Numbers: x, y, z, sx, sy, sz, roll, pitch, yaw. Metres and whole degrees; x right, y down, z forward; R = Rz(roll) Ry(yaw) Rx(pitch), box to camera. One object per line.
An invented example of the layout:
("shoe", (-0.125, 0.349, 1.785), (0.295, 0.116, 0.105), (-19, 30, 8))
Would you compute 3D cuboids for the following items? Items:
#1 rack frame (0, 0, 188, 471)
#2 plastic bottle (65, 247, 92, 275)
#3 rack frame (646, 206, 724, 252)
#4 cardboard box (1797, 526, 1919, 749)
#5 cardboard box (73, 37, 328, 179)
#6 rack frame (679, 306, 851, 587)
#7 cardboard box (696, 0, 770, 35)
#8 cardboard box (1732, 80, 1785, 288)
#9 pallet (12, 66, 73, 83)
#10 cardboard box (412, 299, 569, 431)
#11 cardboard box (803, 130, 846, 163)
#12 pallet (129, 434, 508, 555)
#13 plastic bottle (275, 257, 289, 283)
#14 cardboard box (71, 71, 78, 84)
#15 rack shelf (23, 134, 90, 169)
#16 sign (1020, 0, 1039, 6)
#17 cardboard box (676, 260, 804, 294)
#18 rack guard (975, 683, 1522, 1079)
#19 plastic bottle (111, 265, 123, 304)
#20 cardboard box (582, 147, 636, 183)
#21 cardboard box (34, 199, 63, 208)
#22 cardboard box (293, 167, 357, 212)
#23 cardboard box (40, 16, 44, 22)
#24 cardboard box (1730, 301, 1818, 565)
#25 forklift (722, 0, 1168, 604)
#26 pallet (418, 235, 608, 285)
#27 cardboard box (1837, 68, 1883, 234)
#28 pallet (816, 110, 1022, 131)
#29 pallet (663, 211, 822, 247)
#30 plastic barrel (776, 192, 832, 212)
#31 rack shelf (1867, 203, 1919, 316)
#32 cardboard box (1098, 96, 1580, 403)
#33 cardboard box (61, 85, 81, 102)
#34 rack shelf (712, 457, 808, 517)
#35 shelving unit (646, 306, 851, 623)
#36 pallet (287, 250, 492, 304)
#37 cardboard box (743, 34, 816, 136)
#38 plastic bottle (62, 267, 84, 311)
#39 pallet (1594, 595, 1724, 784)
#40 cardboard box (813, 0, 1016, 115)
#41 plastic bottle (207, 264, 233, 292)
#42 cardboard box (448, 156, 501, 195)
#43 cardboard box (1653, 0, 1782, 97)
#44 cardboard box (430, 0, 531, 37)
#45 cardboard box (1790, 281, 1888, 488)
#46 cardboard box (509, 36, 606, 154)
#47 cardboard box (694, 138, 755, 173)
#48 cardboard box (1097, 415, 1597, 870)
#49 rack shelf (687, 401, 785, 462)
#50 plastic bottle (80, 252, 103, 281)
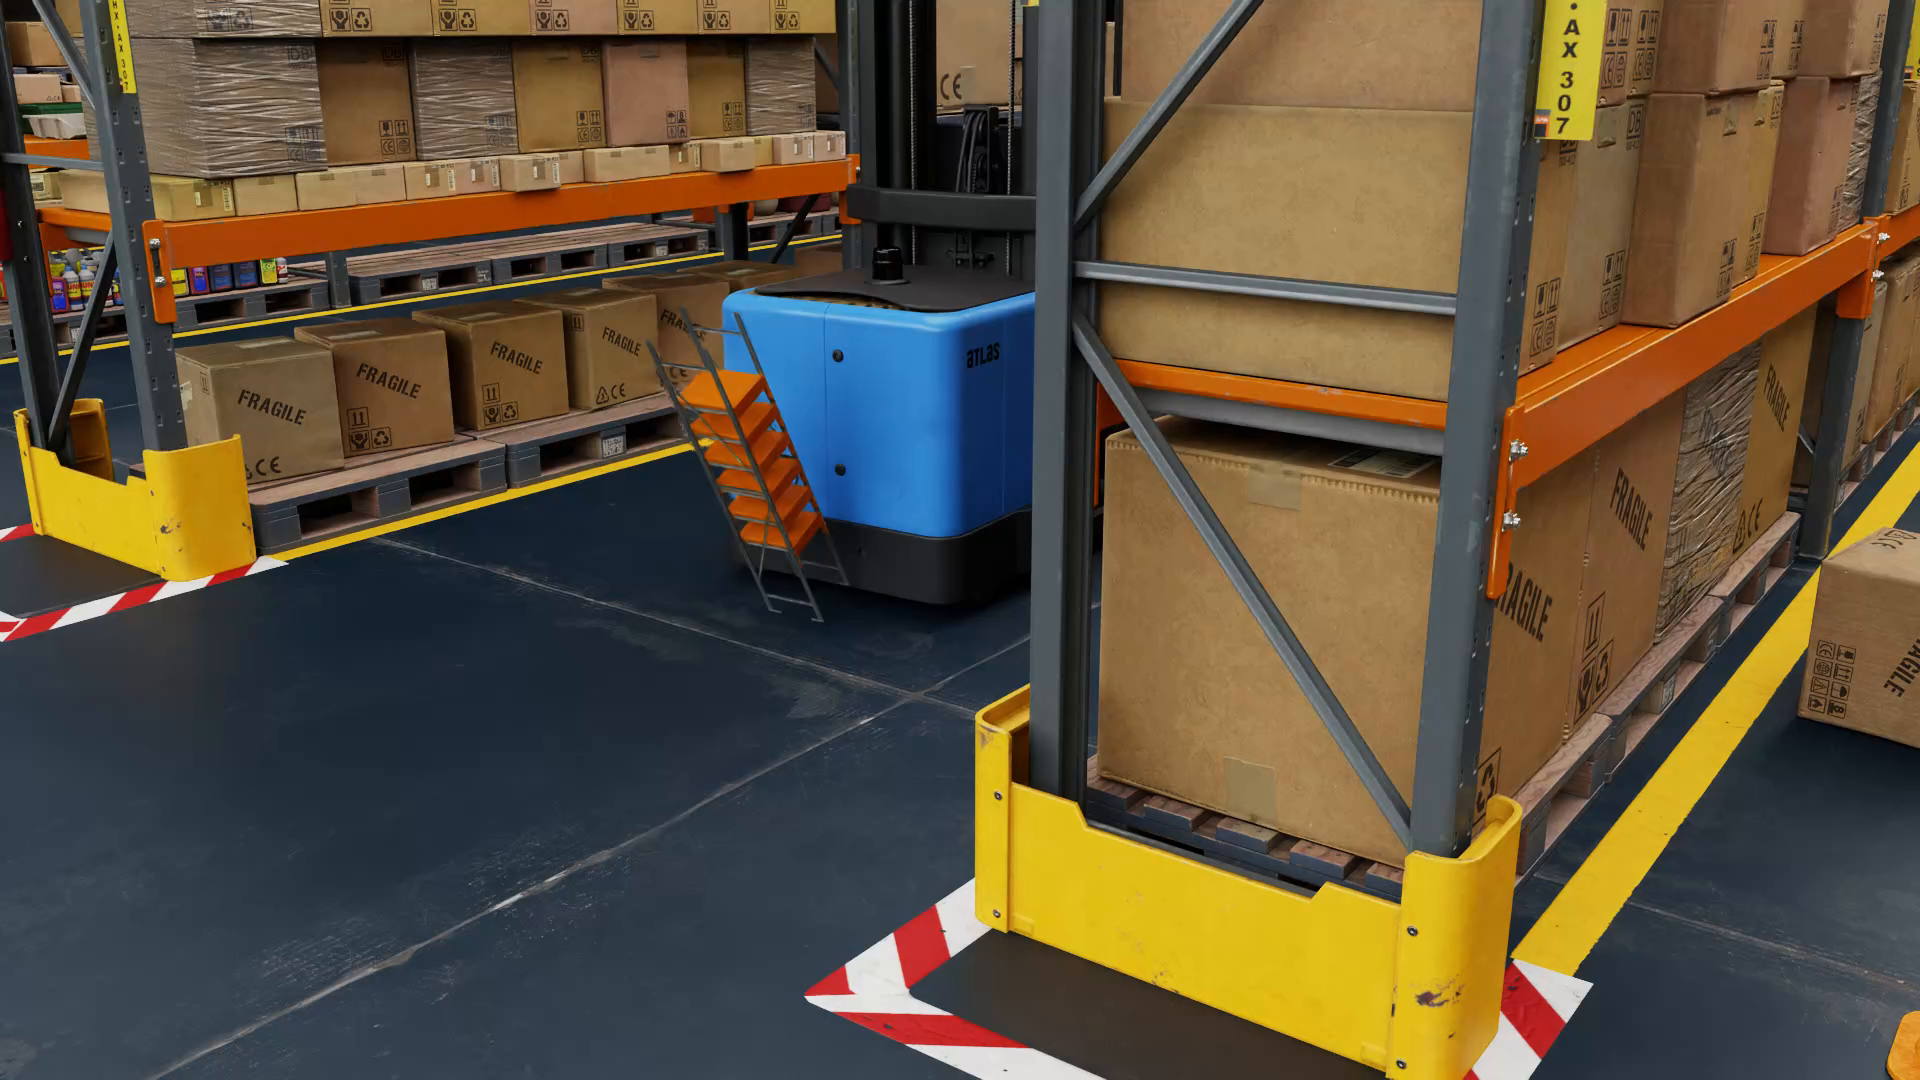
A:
("rack frame", (-3.329, -1.394, 6.174), (1.000, 3.000, 0.127), (12, 21, 35))
("plastic bottle", (-6.103, -1.902, 11.534), (0.144, 0.351, 0.185), (12, 21, 34))
("rack frame", (-2.540, -4.174, 15.128), (1.000, 3.000, 0.127), (12, 21, 35))
("cardboard box", (2.877, 0.298, 4.938), (0.500, 0.500, 0.500), (-16, 23, -41))
("cardboard box", (-2.979, -1.710, 6.521), (0.875, 0.500, 0.500), (12, 21, 35))
("rack frame", (-0.639, -0.287, 5.586), (0.240, 1.200, 0.006), (10, 48, 30))
("cardboard box", (-1.289, -2.739, 8.149), (0.500, 0.500, 0.500), (12, 21, 35))
("cardboard box", (1.806, -1.041, 4.785), (0.875, 0.550, 0.500), (12, 21, 35))
("pallet", (-10.835, -5.645, 20.187), (1.213, 0.211, 1.003), (12, 21, 35))
("cardboard box", (-2.226, -0.841, 7.899), (0.500, 0.500, 0.500), (15, 23, 40))
("cardboard box", (-0.837, -2.123, 8.947), (0.380, 0.149, 0.250), (12, 21, 35))
("pallet", (-2.771, -0.267, 7.249), (1.003, 0.211, 1.213), (12, 21, 35))
("plastic bottle", (-4.889, -1.954, 11.955), (0.097, 0.201, 0.097), (0, 17, 0))
("cardboard box", (-8.114, -4.451, 15.851), (0.500, 0.500, 0.500), (14, 22, 39))
("rack shelf", (-6.115, -2.402, 10.633), (1.077, 0.370, 4.000), (12, 21, 35))
("sign", (0.167, -1.258, 3.387), (0.100, 0.325, 0.005), (12, 21, 35))
("cardboard box", (-1.216, -1.265, 9.266), (0.500, 0.500, 0.500), (12, 21, 33))
("rack guard", (0.580, 0.706, 3.626), (1.175, 0.500, 0.348), (12, 21, 35))
("plastic bottle", (-5.591, -1.707, 11.040), (0.097, 0.271, 0.097), (0, 17, 0))
("cardboard box", (-1.743, -1.769, 7.805), (0.380, 0.149, 0.250), (12, 21, 35))
("cardboard box", (-8.460, -3.038, 15.396), (0.500, 0.250, 0.500), (12, 21, 33))
("cardboard box", (-2.642, -1.413, 6.658), (0.380, 0.149, 0.250), (12, 21, 35))
("cardboard box", (-10.857, -6.326, 20.053), (0.380, 0.149, 0.250), (9, 19, 26))
("cardboard box", (2.547, -0.494, 6.152), (0.875, 0.875, 0.875), (13, 21, 36))
("forklift", (0.335, -1.557, 6.814), (1.130, 2.935, 3.031), (11, 20, 31))
("pallet", (-3.760, -2.376, 14.038), (1.003, 0.211, 1.213), (12, 21, 35))
("cardboard box", (2.768, -1.428, 6.030), (0.875, 0.550, 0.550), (12, 21, 35))
("pallet", (-0.373, -2.411, 9.774), (1.003, 0.211, 1.213), (12, 21, 35))
("pallet", (-2.103, -3.038, 16.170), (1.003, 0.211, 1.213), (12, 21, 35))
("plastic barrel", (-1.589, -3.612, 16.675), (0.600, 0.588, 0.708), (12, 21, 35))
("rack shelf", (4.169, -1.579, 7.983), (1.077, 0.370, 4.000), (12, 21, 35))
("cardboard box", (0.779, -0.661, 3.562), (0.875, 0.550, 0.550), (12, 21, 35))
("cardboard box", (-8.207, -4.153, 15.482), (0.380, 0.149, 0.250), (12, 21, 35))
("rack shelf", (-0.670, -0.194, 5.562), (0.258, 0.103, 0.180), (10, 48, 30))
("shelving unit", (-0.681, -0.226, 5.533), (0.258, 1.200, 0.189), (10, 48, 30))
("pallet", (-4.486, -2.084, 13.098), (1.003, 0.211, 1.213), (12, 21, 35))
("cardboard box", (-1.263, -2.440, 8.873), (0.875, 0.500, 0.500), (12, 21, 35))
("plastic bottle", (-5.772, -1.635, 10.808), (0.097, 0.271, 0.097), (0, 17, 0))
("pallet", (1.735, 0.345, 5.277), (1.003, 0.211, 1.213), (12, 21, 35))
("cardboard box", (-0.360, -2.998, 9.620), (1.000, 1.000, 1.000), (13, 21, 35))
("plastic bottle", (-5.190, -1.917, 11.583), (0.144, 0.351, 0.185), (11, 20, 32))
("cardboard box", (-2.228, -1.598, 7.257), (0.380, 0.149, 0.250), (12, 21, 35))
("cardboard box", (1.543, -1.419, 4.181), (0.875, 0.550, 0.550), (12, 21, 35))
("cardboard box", (-2.182, -2.381, 6.997), (0.500, 0.500, 0.500), (12, 21, 35))
("cardboard box", (3.275, -0.736, 7.141), (1.050, 0.750, 0.750), (12, 21, 34))
("cardboard box", (-2.137, -2.078, 7.709), (0.875, 0.500, 0.500), (12, 21, 35))
("cardboard box", (-1.251, -1.937, 8.348), (0.380, 0.149, 0.250), (12, 21, 35))
("cardboard box", (0.945, 0.148, 4.085), (0.875, 0.875, 0.875), (13, 21, 35))
("rack shelf", (-0.729, -0.367, 5.407), (0.258, 0.103, 0.180), (10, 48, 30))
("plastic bottle", (-5.969, -1.846, 11.480), (0.152, 0.276, 0.135), (12, 21, 35))
